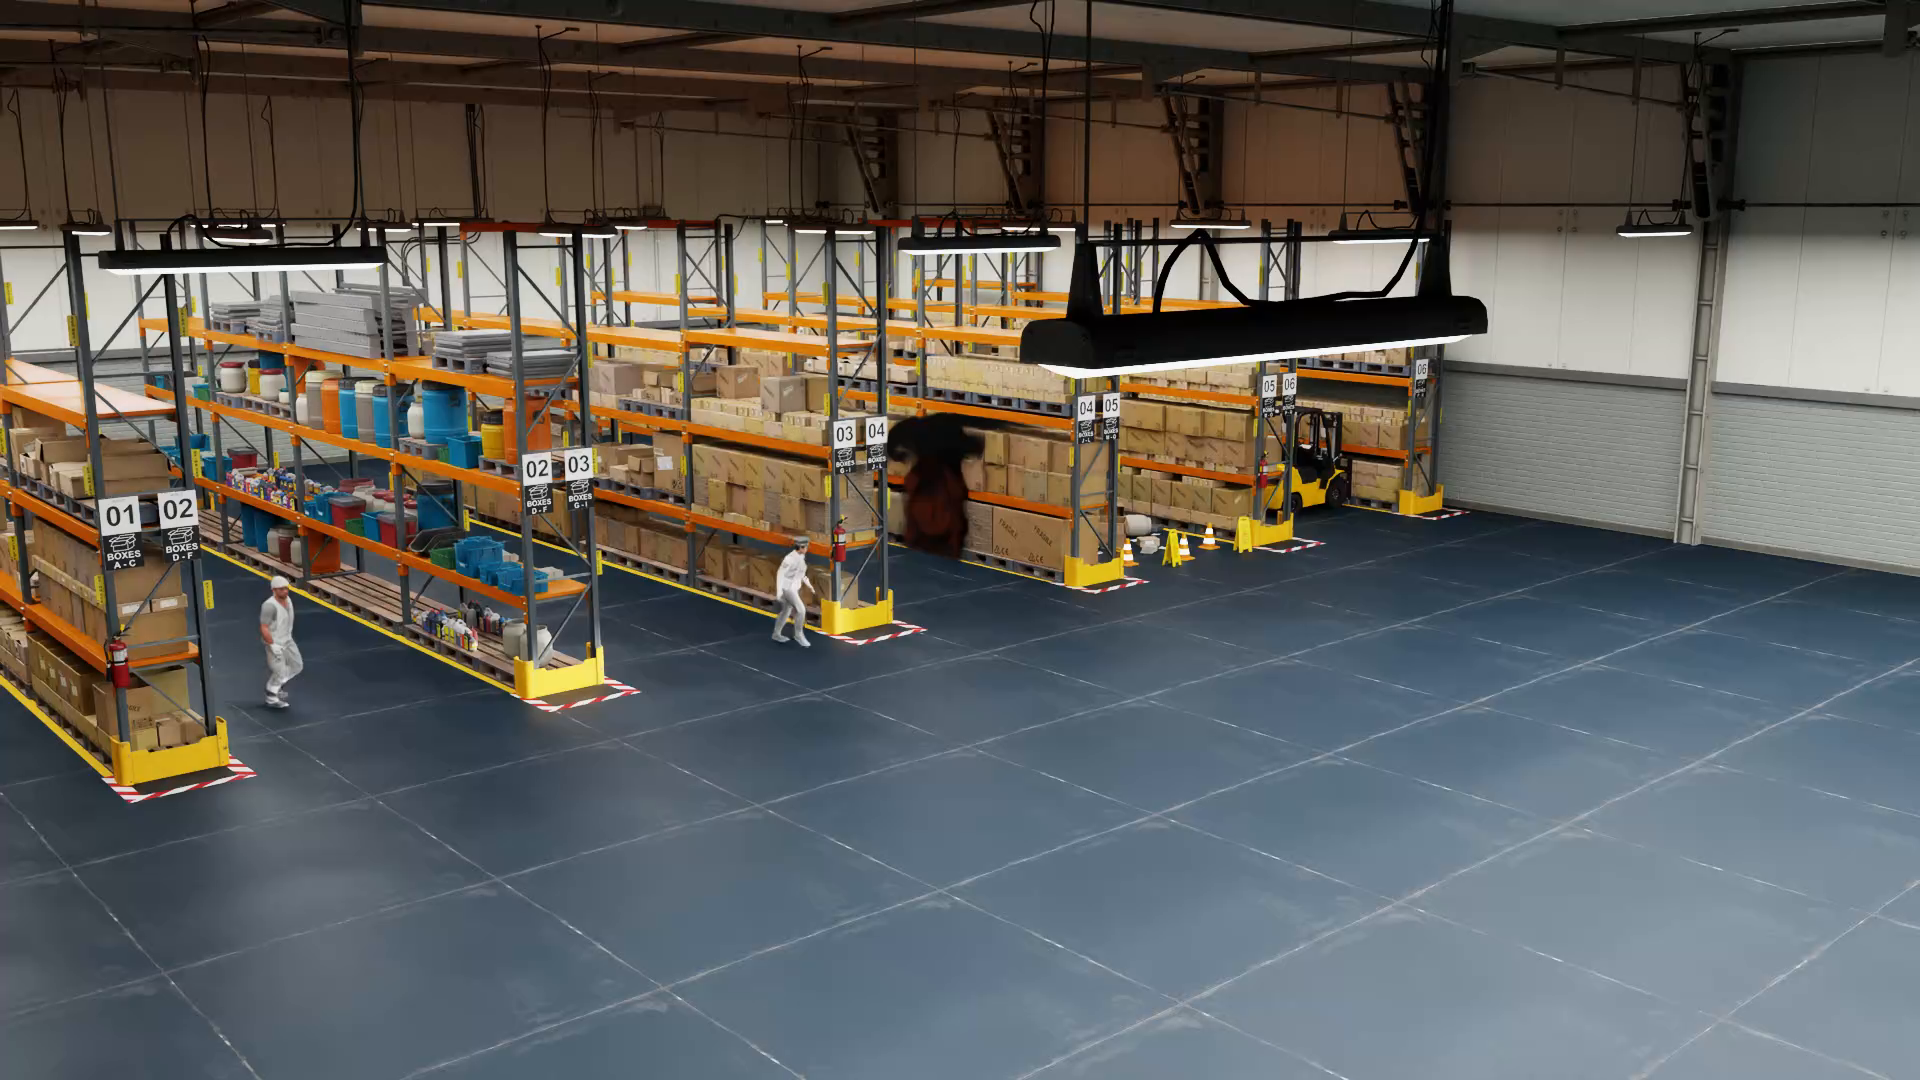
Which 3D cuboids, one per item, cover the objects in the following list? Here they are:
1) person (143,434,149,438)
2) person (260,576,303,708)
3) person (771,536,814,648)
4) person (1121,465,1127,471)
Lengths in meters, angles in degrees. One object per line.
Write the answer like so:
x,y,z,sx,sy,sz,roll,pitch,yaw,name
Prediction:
-16.728,-1.360,34.227,0.993,1.652,0.634,-6,13,-26,person
-8.663,1.299,21.045,0.568,1.739,0.676,2,12,8,person
-2.469,0.739,24.101,0.697,1.642,0.591,5,12,21,person
3.885,-1.852,36.765,0.977,1.692,0.650,11,16,42,person
